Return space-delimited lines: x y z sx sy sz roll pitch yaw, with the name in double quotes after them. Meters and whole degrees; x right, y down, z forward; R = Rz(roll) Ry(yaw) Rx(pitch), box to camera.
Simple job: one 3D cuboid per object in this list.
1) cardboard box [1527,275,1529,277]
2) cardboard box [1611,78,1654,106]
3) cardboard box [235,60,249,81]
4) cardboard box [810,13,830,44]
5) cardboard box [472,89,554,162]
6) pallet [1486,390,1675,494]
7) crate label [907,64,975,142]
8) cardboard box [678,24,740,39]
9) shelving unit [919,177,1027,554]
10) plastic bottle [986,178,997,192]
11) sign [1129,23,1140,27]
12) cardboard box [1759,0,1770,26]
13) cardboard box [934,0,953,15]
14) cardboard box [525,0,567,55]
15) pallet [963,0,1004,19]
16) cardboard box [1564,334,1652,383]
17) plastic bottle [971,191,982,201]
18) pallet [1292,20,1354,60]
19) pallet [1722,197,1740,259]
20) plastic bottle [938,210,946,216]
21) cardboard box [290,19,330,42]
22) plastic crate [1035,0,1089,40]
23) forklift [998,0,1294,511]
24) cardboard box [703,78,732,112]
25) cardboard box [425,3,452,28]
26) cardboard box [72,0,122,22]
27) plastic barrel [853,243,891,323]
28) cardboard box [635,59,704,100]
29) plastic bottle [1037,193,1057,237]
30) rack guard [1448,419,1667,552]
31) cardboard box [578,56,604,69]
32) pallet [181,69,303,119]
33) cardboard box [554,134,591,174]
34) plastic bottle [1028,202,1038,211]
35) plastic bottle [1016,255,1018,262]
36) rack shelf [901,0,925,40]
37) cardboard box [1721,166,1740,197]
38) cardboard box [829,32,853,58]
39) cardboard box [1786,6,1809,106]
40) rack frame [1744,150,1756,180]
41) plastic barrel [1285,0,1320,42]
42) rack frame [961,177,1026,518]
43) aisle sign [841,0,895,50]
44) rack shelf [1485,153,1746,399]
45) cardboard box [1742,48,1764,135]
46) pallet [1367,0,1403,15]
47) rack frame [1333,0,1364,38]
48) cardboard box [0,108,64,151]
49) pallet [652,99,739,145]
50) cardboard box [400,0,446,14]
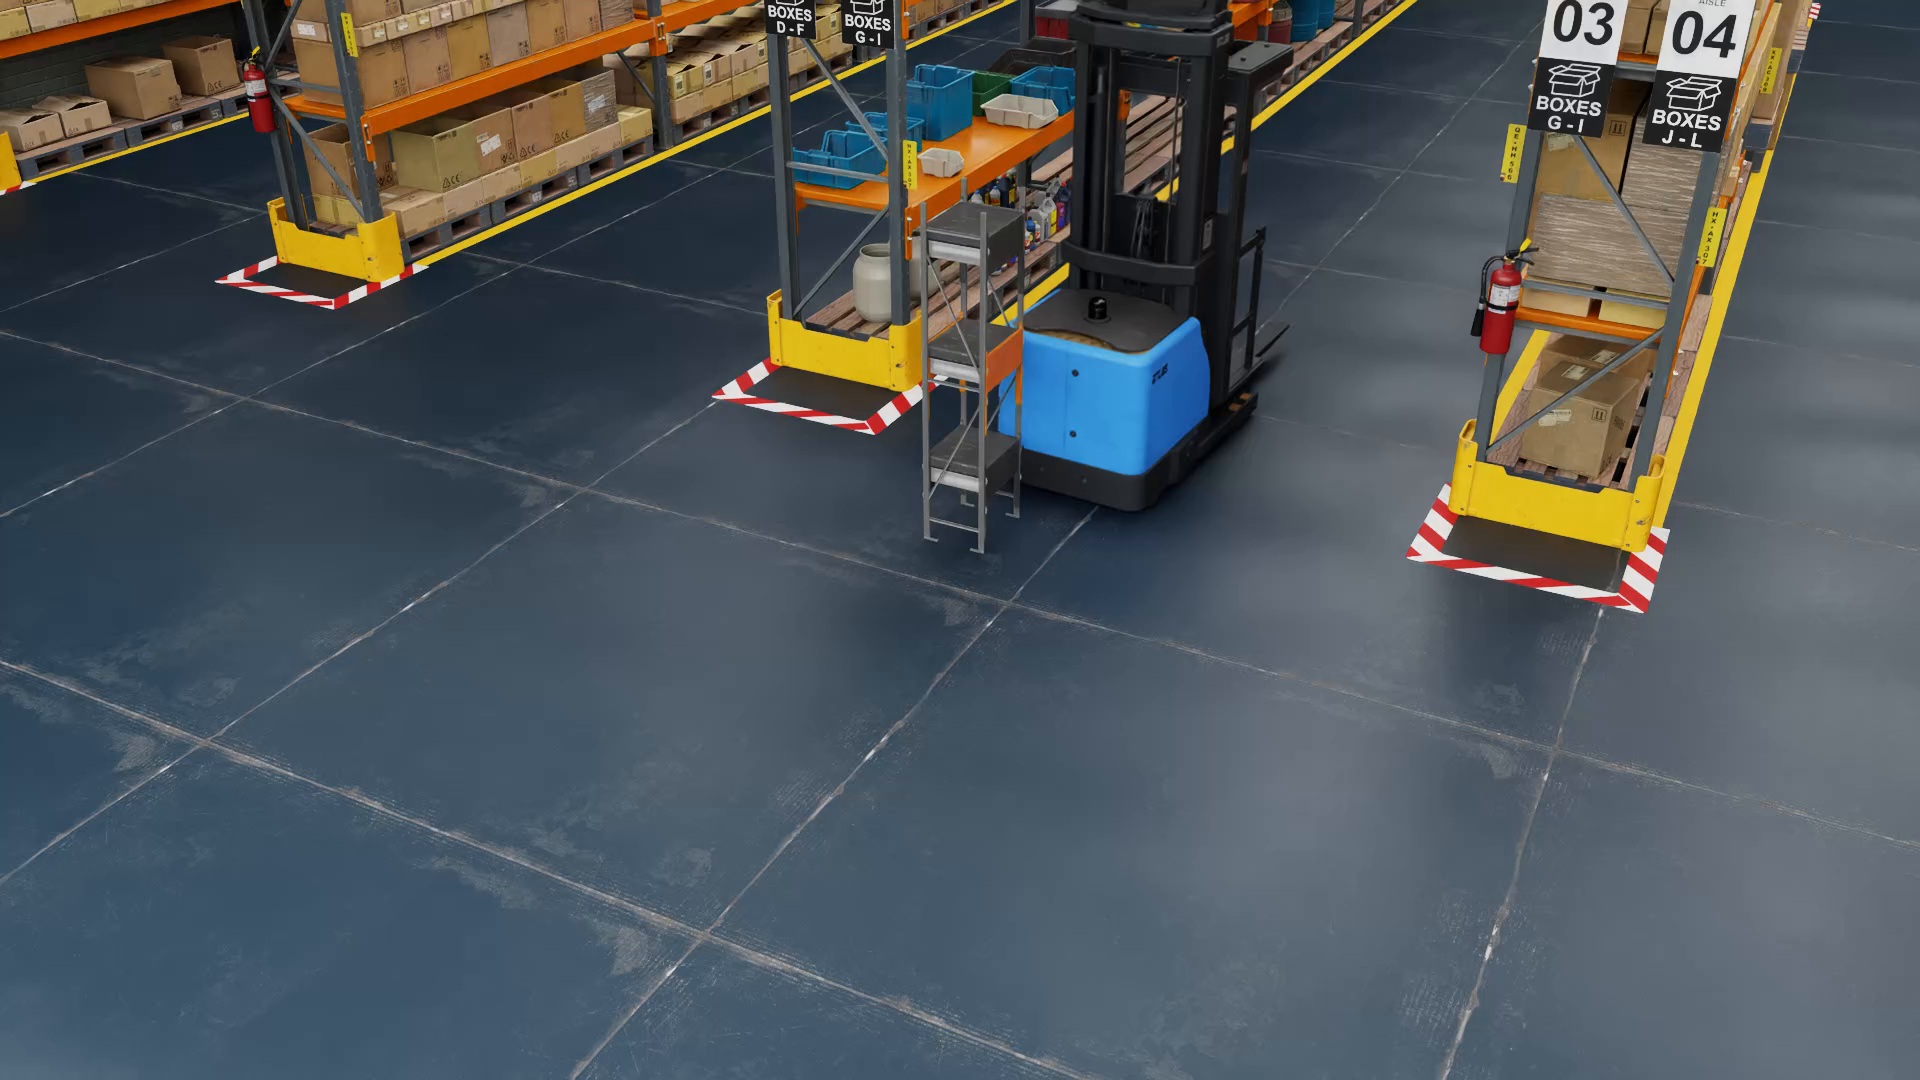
3.716 -1.687 10.219 0.380 0.149 0.250 14 33 23 "cardboard box"
3.840 -2.519 10.011 0.500 0.500 0.500 14 33 23 "cardboard box"
-8.036 -5.252 18.578 0.380 0.166 0.250 10 31 17 "cardboard box"
-1.836 -5.898 19.076 0.500 0.311 0.500 14 33 23 "cardboard box"
-4.102 -3.805 15.242 0.500 0.500 0.500 14 33 23 "cardboard box"
4.023 -0.567 10.815 1.003 0.211 1.213 14 33 23 "pallet"
-0.224 -3.406 12.924 0.502 0.435 0.616 14 33 23 "crate label"
-2.785 -5.564 18.494 0.500 0.311 0.500 14 33 23 "cardboard box"
0.075 -0.984 9.645 0.431 2.100 0.503 14 33 23 "shelving unit"
0.263 -3.065 14.584 0.144 0.351 0.185 15 33 25 "plastic bottle"
1.485 -4.277 14.199 0.100 0.325 0.005 14 33 23 "sign"
4.495 -3.229 9.790 0.500 0.250 0.500 14 33 23 "cardboard box"
-0.424 -7.116 21.489 0.500 0.500 0.500 13 32 22 "cardboard box"
-4.071 -4.801 15.288 0.700 0.500 0.500 15 33 24 "cardboard box"
-0.100 -7.380 22.680 1.003 0.211 1.213 14 33 23 "pallet"
4.430 -1.307 11.393 0.500 0.500 0.500 18 34 28 "cardboard box"
0.143 -2.873 14.330 0.097 0.271 0.097 0 30 0 "plastic bottle"
4.256 -6.291 20.784 1.003 0.211 1.213 14 33 23 "pallet"
6.317 -2.842 14.778 1.003 0.211 1.213 14 33 23 "pallet"
-0.173 -2.604 13.856 0.152 0.276 0.135 13 32 22 "plastic bottle"
-5.225 -4.176 13.549 0.380 0.149 0.250 14 33 22 "cardboard box"
0.948 -4.599 14.972 0.402 0.464 0.583 14 33 23 "plastic crate"
1.409 -2.146 10.835 1.130 2.935 3.031 16 34 26 "forklift"
-2.769 -4.751 17.641 0.500 0.250 0.500 15 33 24 "cardboard box"
-4.510 -4.428 13.987 0.380 0.149 0.250 14 33 23 "cardboard box"
-8.675 -5.307 16.400 0.500 0.250 0.500 14 33 23 "cardboard box"
-0.590 -1.926 12.459 0.421 0.512 0.421 0 30 0 "plastic barrel"
-2.998 -4.772 17.114 0.500 0.311 0.500 14 33 23 "cardboard box"
0.729 -2.750 14.035 0.144 0.351 0.185 14 33 23 "plastic bottle"
3.622 -0.340 10.130 1.175 0.500 0.348 14 33 23 "rack guard"
-3.898 -4.593 16.612 0.500 0.500 0.500 14 33 23 "cardboard box"
-8.094 -5.019 18.569 1.003 0.211 1.213 14 33 23 "pallet"
-3.876 -3.702 15.815 0.500 0.250 0.500 14 33 23 "cardboard box"
0.626 -2.732 14.072 0.061 0.283 0.133 14 33 23 "plastic bottle"
0.437 -2.406 13.516 0.097 0.271 0.097 0 30 0 "plastic bottle"
0.089 -4.389 12.382 1.077 0.370 4.000 14 33 23 "rack shelf"
5.269 -2.550 11.722 0.380 0.149 0.250 14 33 23 "cardboard box"
-1.608 -5.887 19.619 0.500 0.250 0.500 15 33 24 "cardboard box"
8.374 -5.286 17.945 1.225 0.875 0.875 13 32 22 "cardboard box"
7.232 -4.936 15.625 1.000 3.000 0.127 14 33 23 "rack frame"
4.059 -6.554 20.127 0.600 0.901 0.708 14 33 23 "plastic barrel"
0.187 -1.092 9.834 0.400 2.100 0.015 14 33 23 "rack frame"
-0.594 -3.543 10.587 0.394 0.787 0.004 14 33 23 "aisle sign"
4.498 -1.965 11.172 1.077 0.370 4.000 14 33 23 "rack shelf"
4.763 -2.843 10.576 0.500 0.500 0.500 14 33 23 "cardboard box"
5.500 -7.502 22.892 1.003 0.211 1.213 14 33 23 "pallet"
4.645 -7.833 20.669 1.000 3.000 0.127 14 33 23 "rack frame"
-9.246 -4.072 16.378 0.500 0.311 0.500 11 32 18 "cardboard box"
-3.107 -4.538 17.732 1.003 0.211 1.213 14 33 23 "pallet"
-4.747 -4.707 13.821 0.700 0.500 0.500 13 32 22 "cardboard box"
